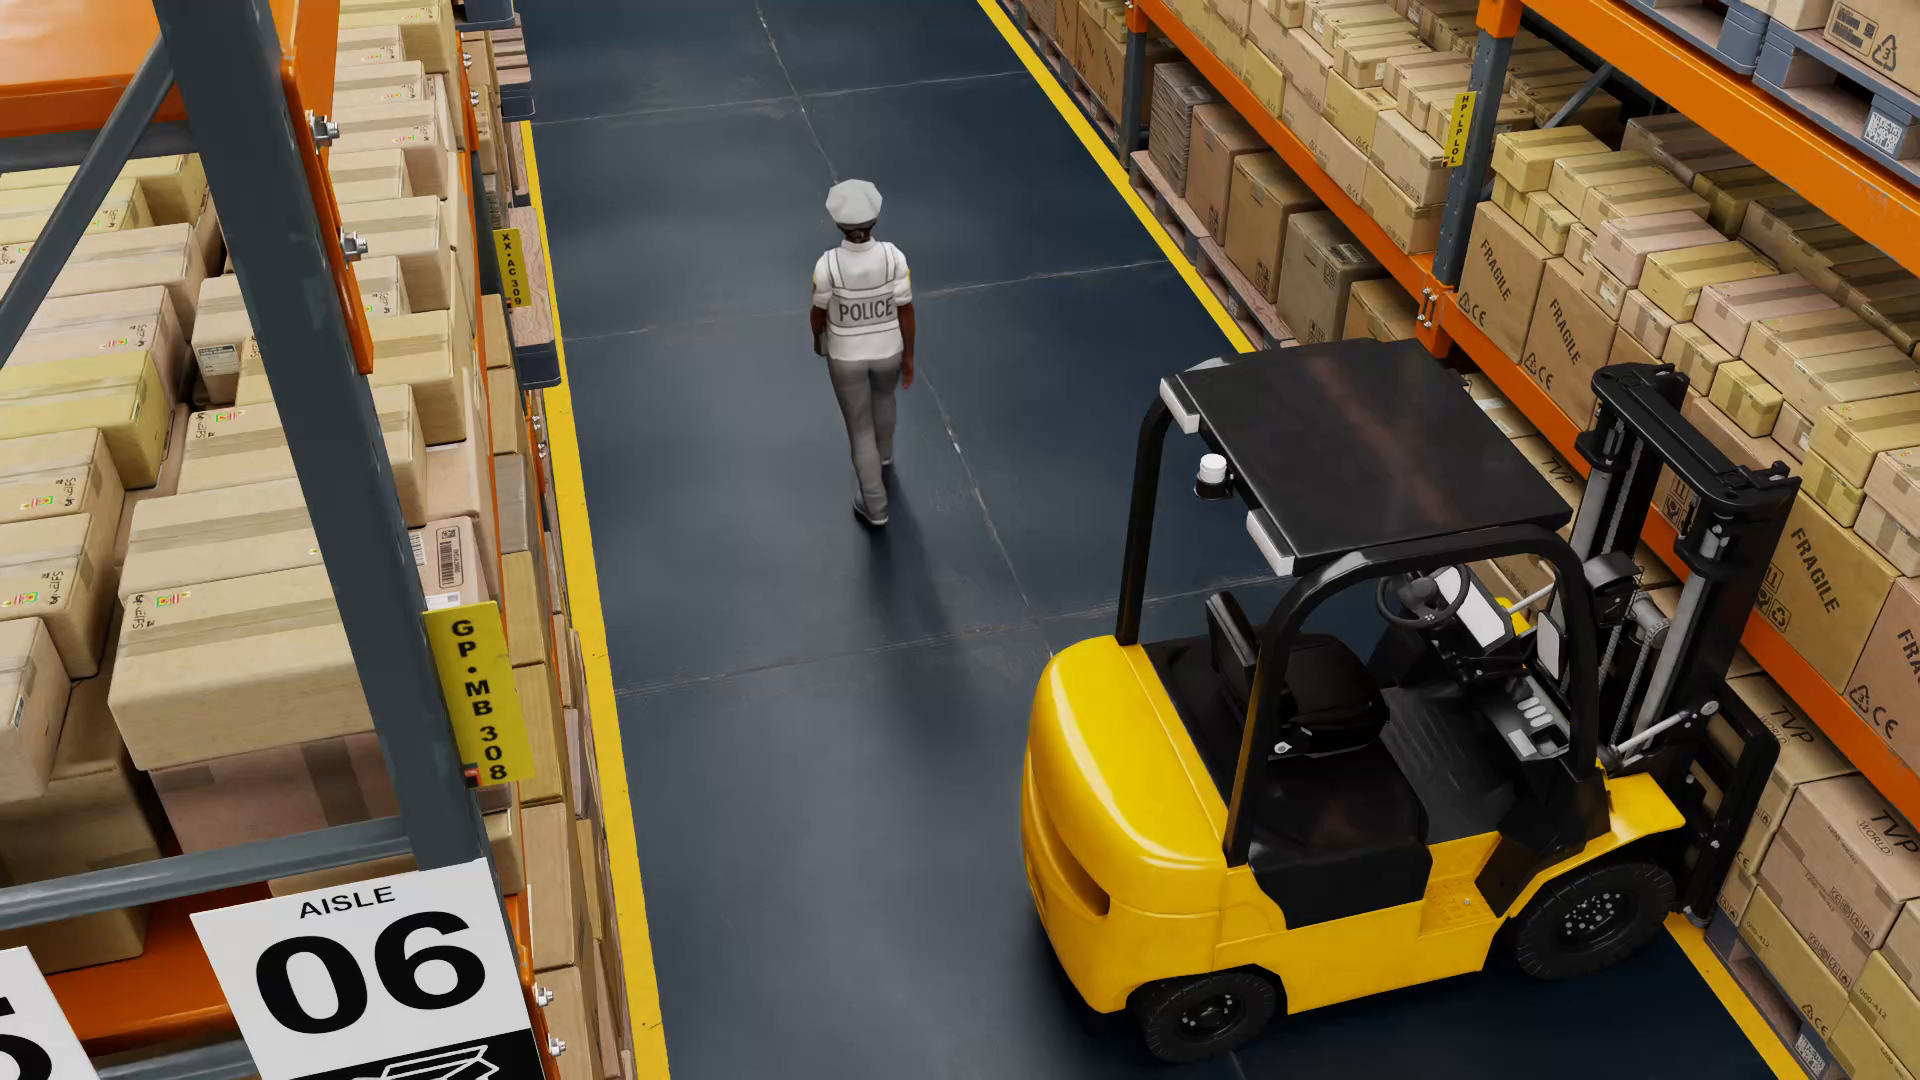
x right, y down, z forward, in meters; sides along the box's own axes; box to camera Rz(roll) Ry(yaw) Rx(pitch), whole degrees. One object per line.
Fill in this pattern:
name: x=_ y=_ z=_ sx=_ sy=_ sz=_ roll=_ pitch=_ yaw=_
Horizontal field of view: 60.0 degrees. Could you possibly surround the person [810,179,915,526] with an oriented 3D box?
person: x=-0.465 y=-0.886 z=7.830 sx=0.458 sy=1.733 sz=0.702 roll=-12 pitch=40 yaw=-14
